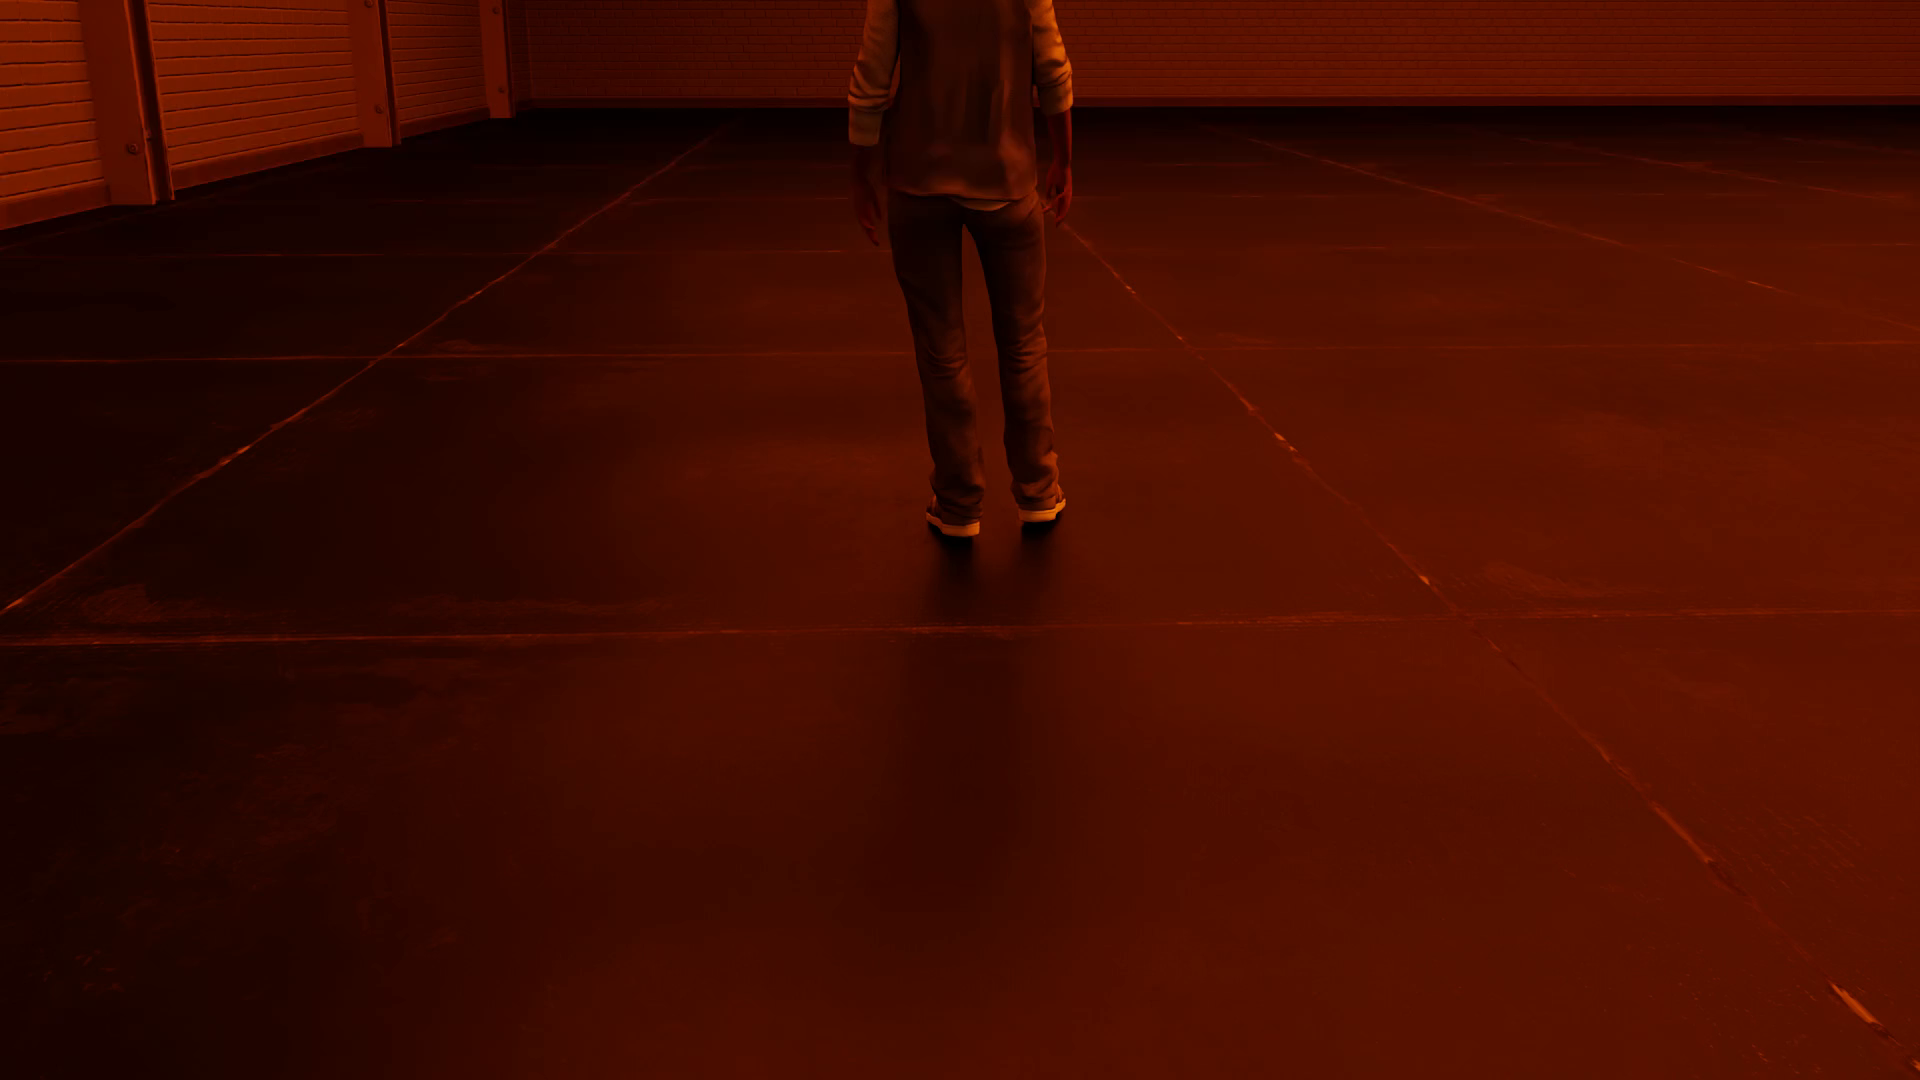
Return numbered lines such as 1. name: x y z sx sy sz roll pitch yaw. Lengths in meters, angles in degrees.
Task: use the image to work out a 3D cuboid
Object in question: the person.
1. person: 0.011 -0.792 3.753 0.520 1.597 0.475 -1 17 -3
